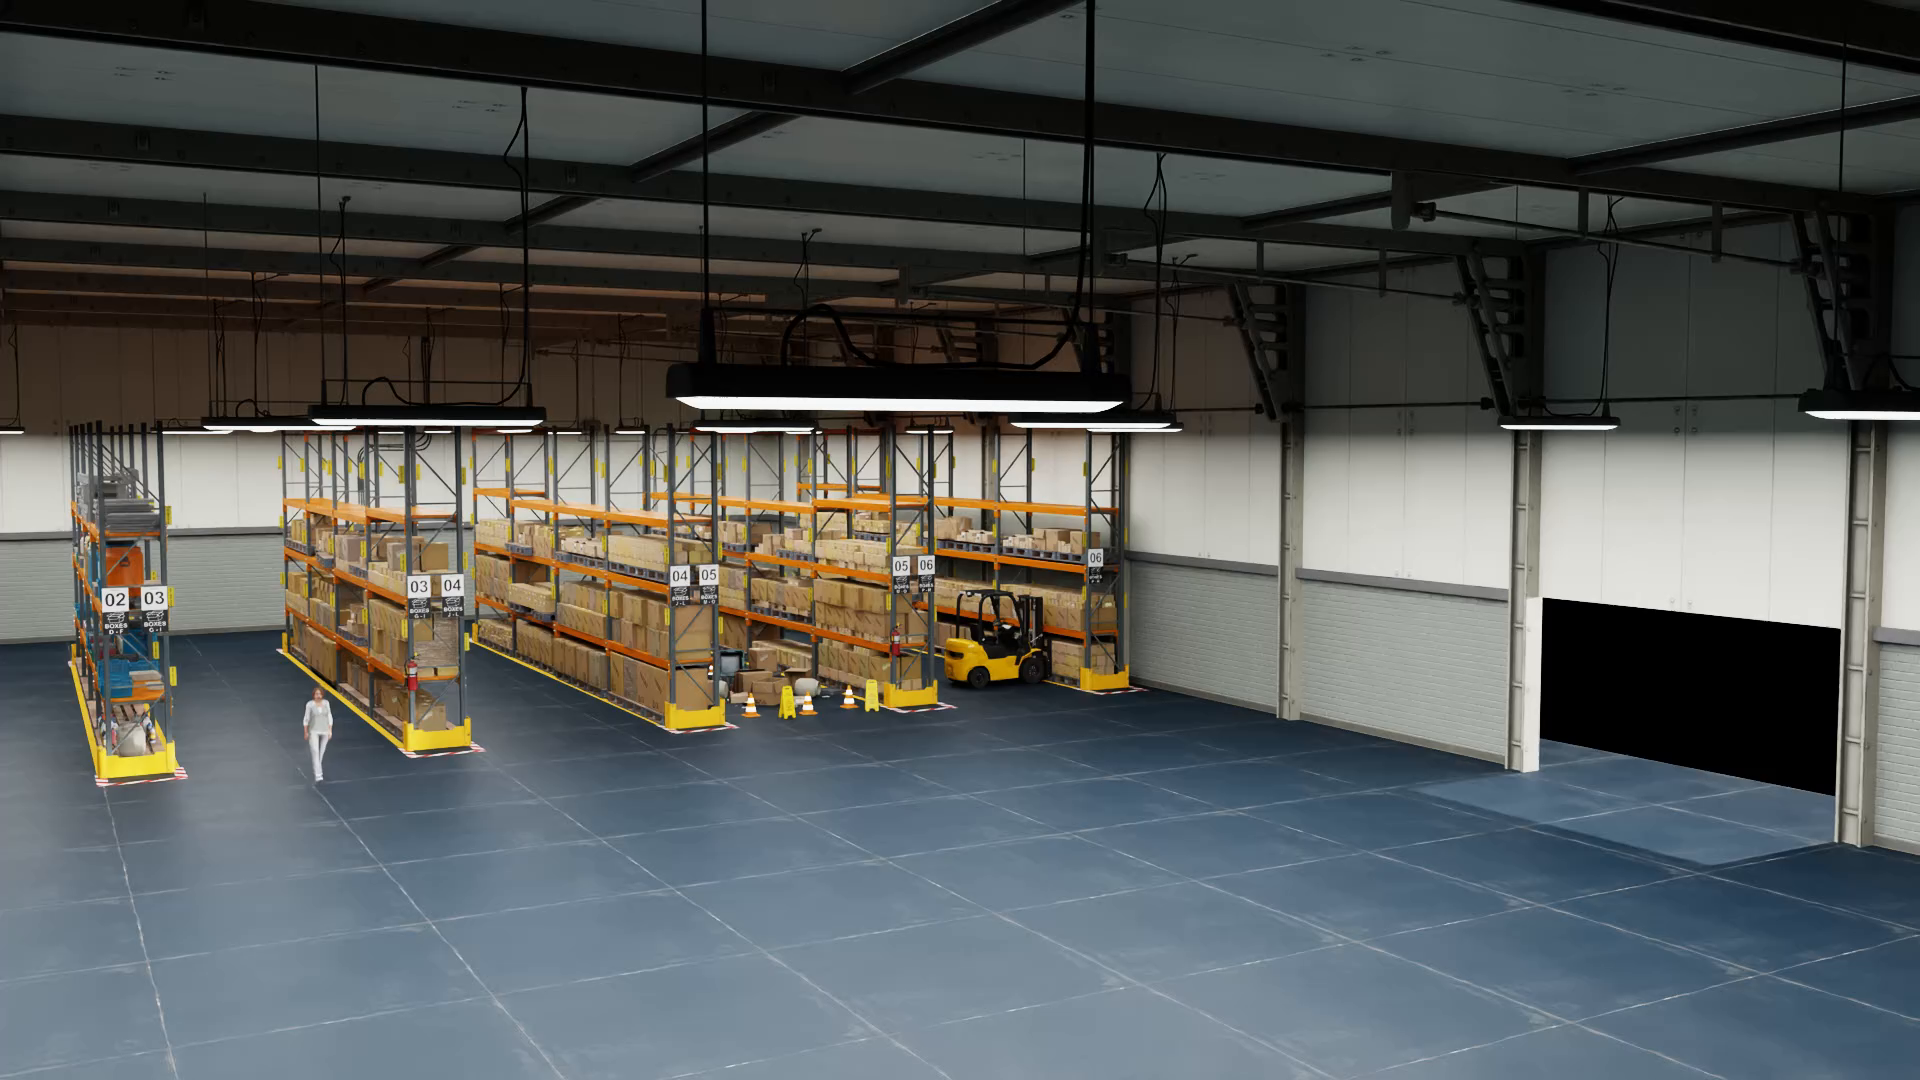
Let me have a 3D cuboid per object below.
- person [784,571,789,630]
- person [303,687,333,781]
[{"bbox_3d":[-5.203,1.796,49.296,0.459,1.766,0.615,0,4,4],"label":"person"},{"bbox_3d":[-10.663,3.214,27.685,0.433,1.546,0.968,-3,5,-41],"label":"person"}]
